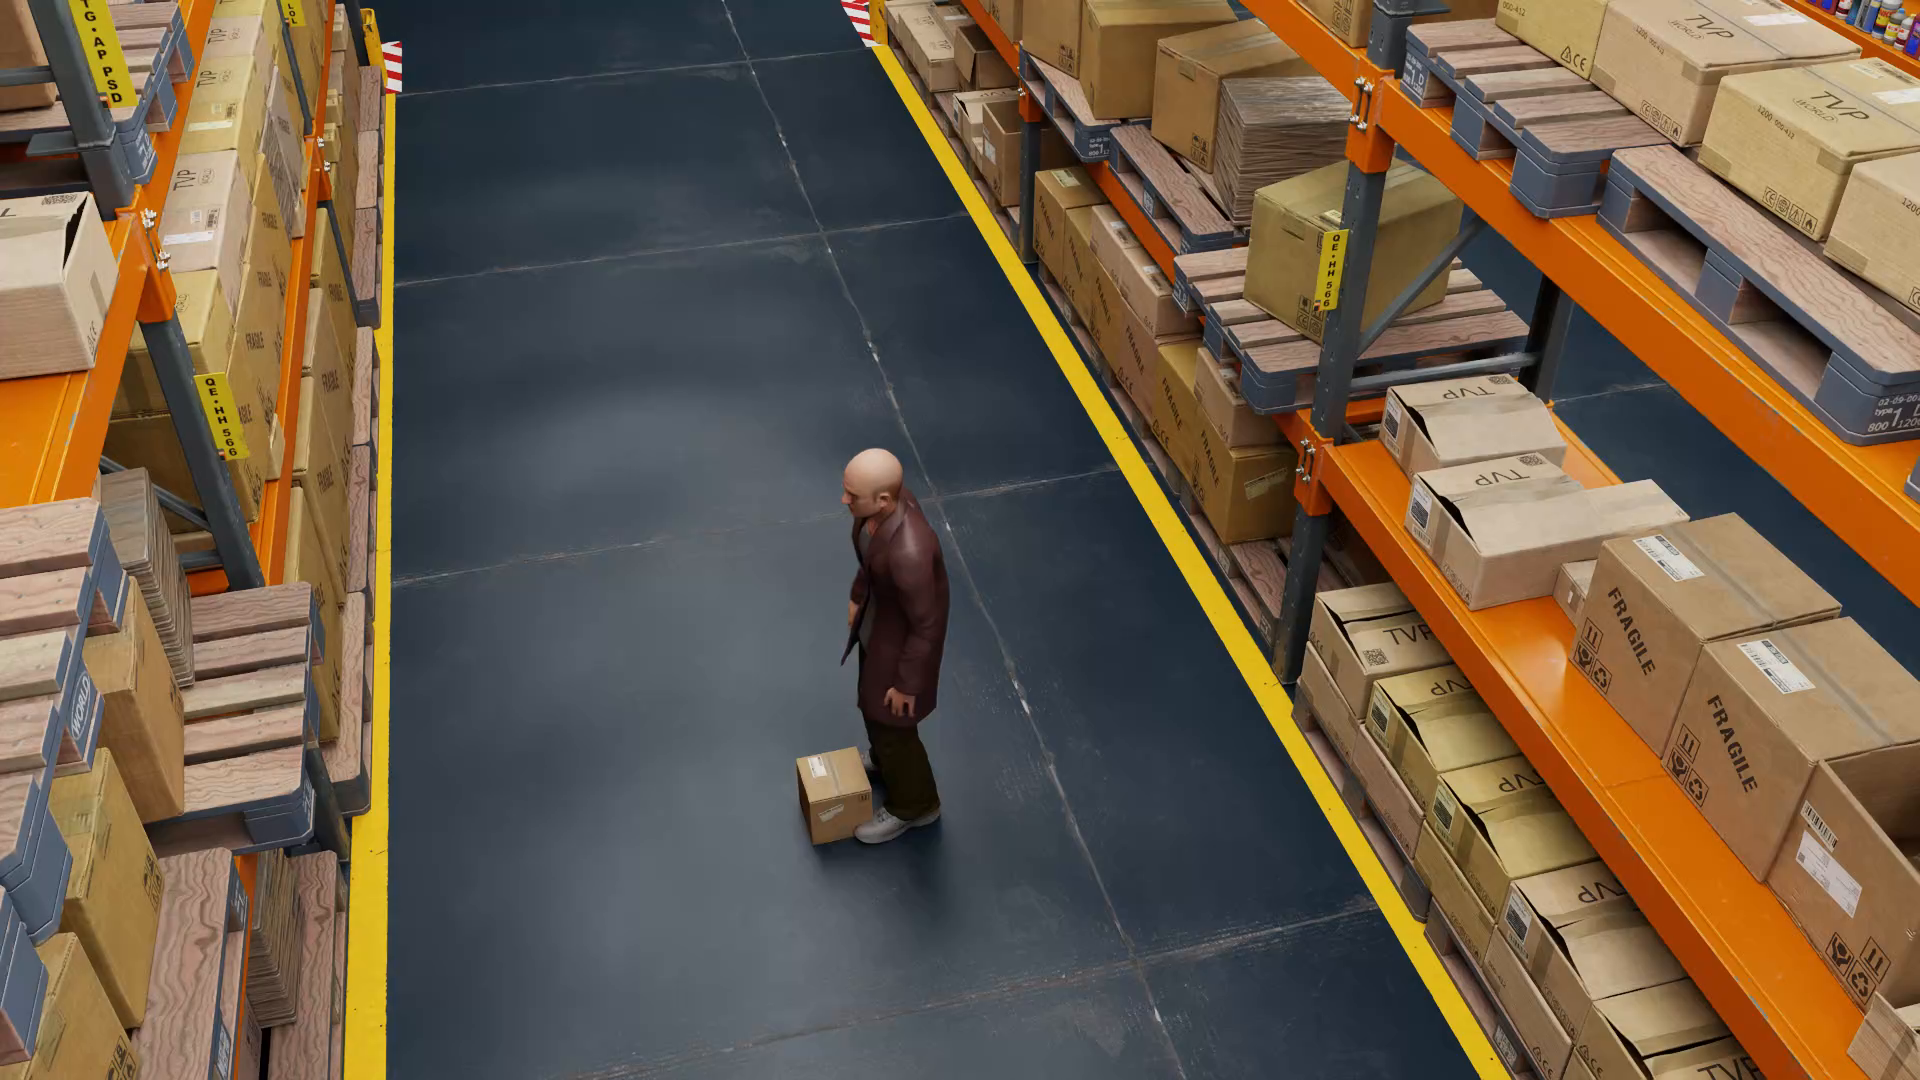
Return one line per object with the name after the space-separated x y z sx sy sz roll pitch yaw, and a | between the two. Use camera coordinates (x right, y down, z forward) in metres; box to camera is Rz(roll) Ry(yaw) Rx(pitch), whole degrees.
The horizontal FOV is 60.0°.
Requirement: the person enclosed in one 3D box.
-0.260 0.385 6.229 0.422 1.774 0.654 -11 39 -14 | person
